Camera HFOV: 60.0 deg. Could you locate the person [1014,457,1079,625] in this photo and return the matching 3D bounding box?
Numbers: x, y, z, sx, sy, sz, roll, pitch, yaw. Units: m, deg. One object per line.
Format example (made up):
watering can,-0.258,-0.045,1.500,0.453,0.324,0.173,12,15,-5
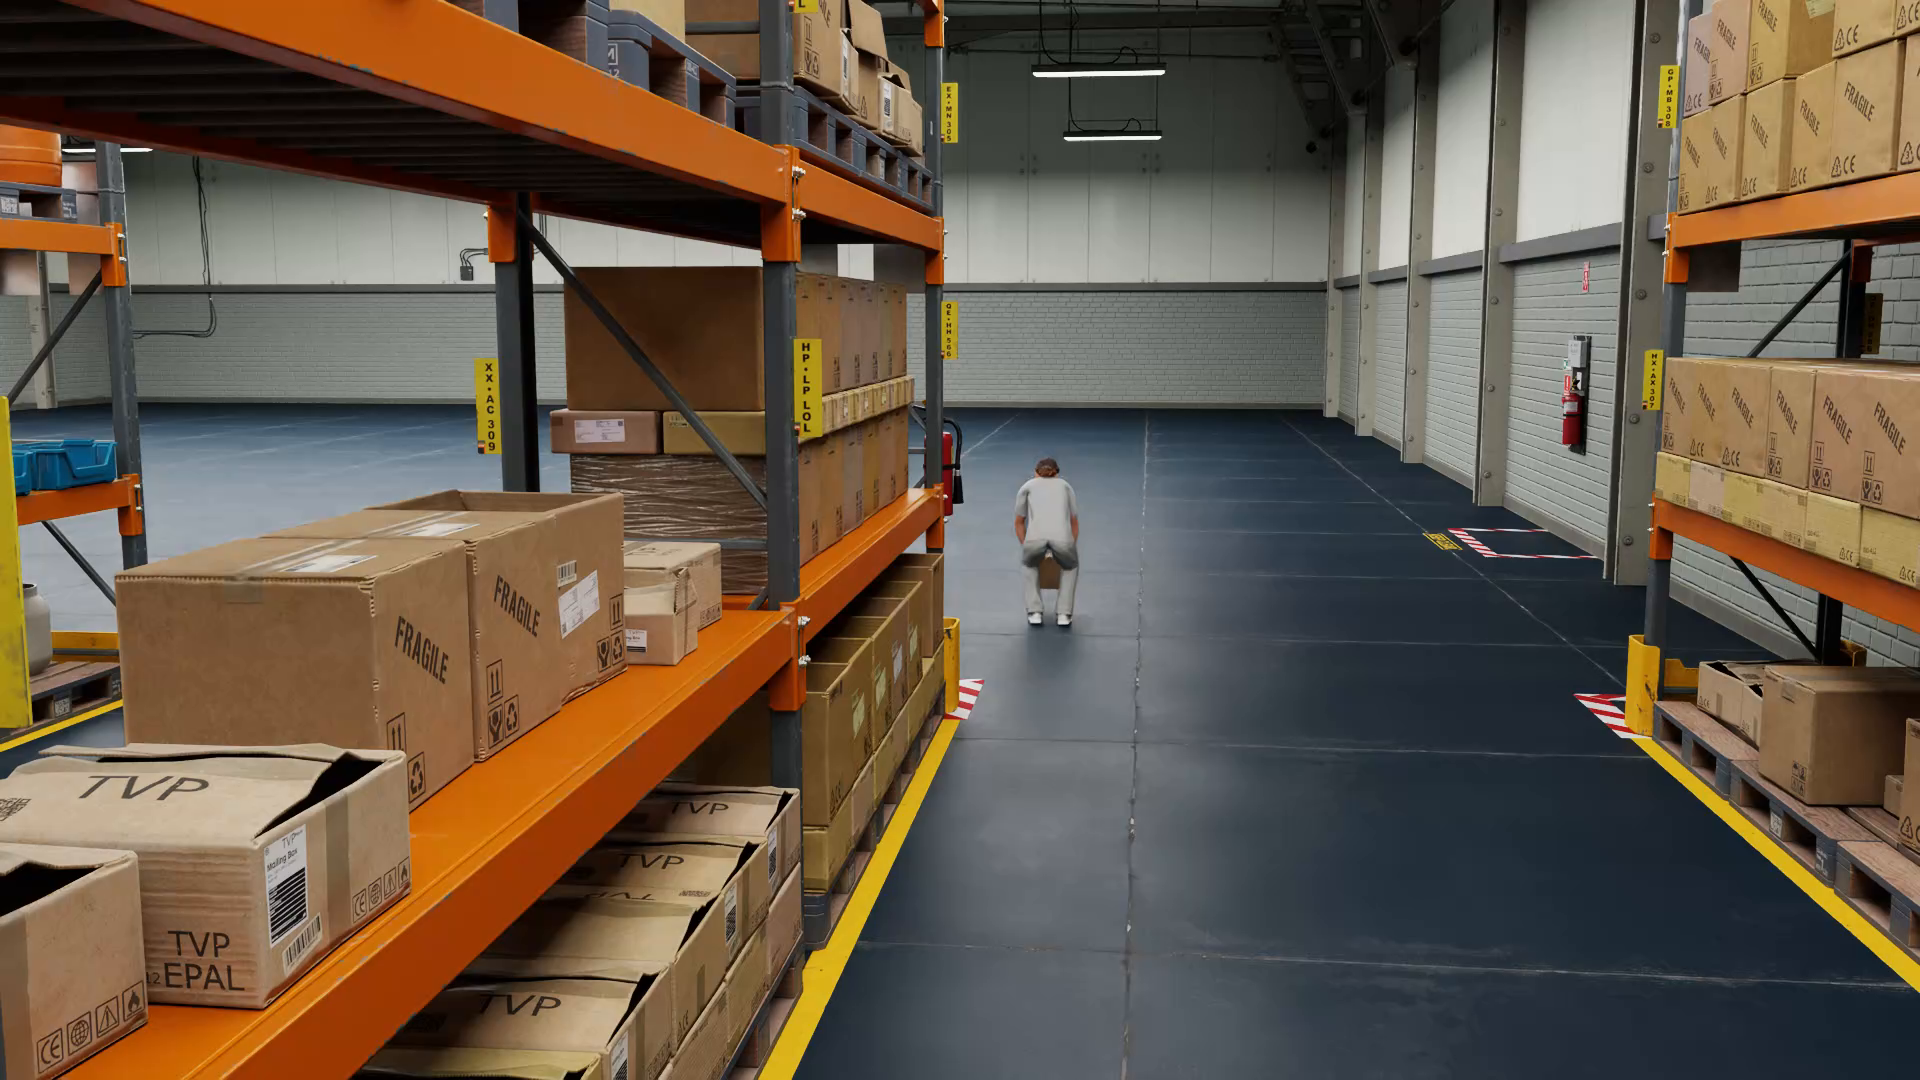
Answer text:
person,0.644,0.007,12.467,0.496,1.221,0.716,1,8,6
